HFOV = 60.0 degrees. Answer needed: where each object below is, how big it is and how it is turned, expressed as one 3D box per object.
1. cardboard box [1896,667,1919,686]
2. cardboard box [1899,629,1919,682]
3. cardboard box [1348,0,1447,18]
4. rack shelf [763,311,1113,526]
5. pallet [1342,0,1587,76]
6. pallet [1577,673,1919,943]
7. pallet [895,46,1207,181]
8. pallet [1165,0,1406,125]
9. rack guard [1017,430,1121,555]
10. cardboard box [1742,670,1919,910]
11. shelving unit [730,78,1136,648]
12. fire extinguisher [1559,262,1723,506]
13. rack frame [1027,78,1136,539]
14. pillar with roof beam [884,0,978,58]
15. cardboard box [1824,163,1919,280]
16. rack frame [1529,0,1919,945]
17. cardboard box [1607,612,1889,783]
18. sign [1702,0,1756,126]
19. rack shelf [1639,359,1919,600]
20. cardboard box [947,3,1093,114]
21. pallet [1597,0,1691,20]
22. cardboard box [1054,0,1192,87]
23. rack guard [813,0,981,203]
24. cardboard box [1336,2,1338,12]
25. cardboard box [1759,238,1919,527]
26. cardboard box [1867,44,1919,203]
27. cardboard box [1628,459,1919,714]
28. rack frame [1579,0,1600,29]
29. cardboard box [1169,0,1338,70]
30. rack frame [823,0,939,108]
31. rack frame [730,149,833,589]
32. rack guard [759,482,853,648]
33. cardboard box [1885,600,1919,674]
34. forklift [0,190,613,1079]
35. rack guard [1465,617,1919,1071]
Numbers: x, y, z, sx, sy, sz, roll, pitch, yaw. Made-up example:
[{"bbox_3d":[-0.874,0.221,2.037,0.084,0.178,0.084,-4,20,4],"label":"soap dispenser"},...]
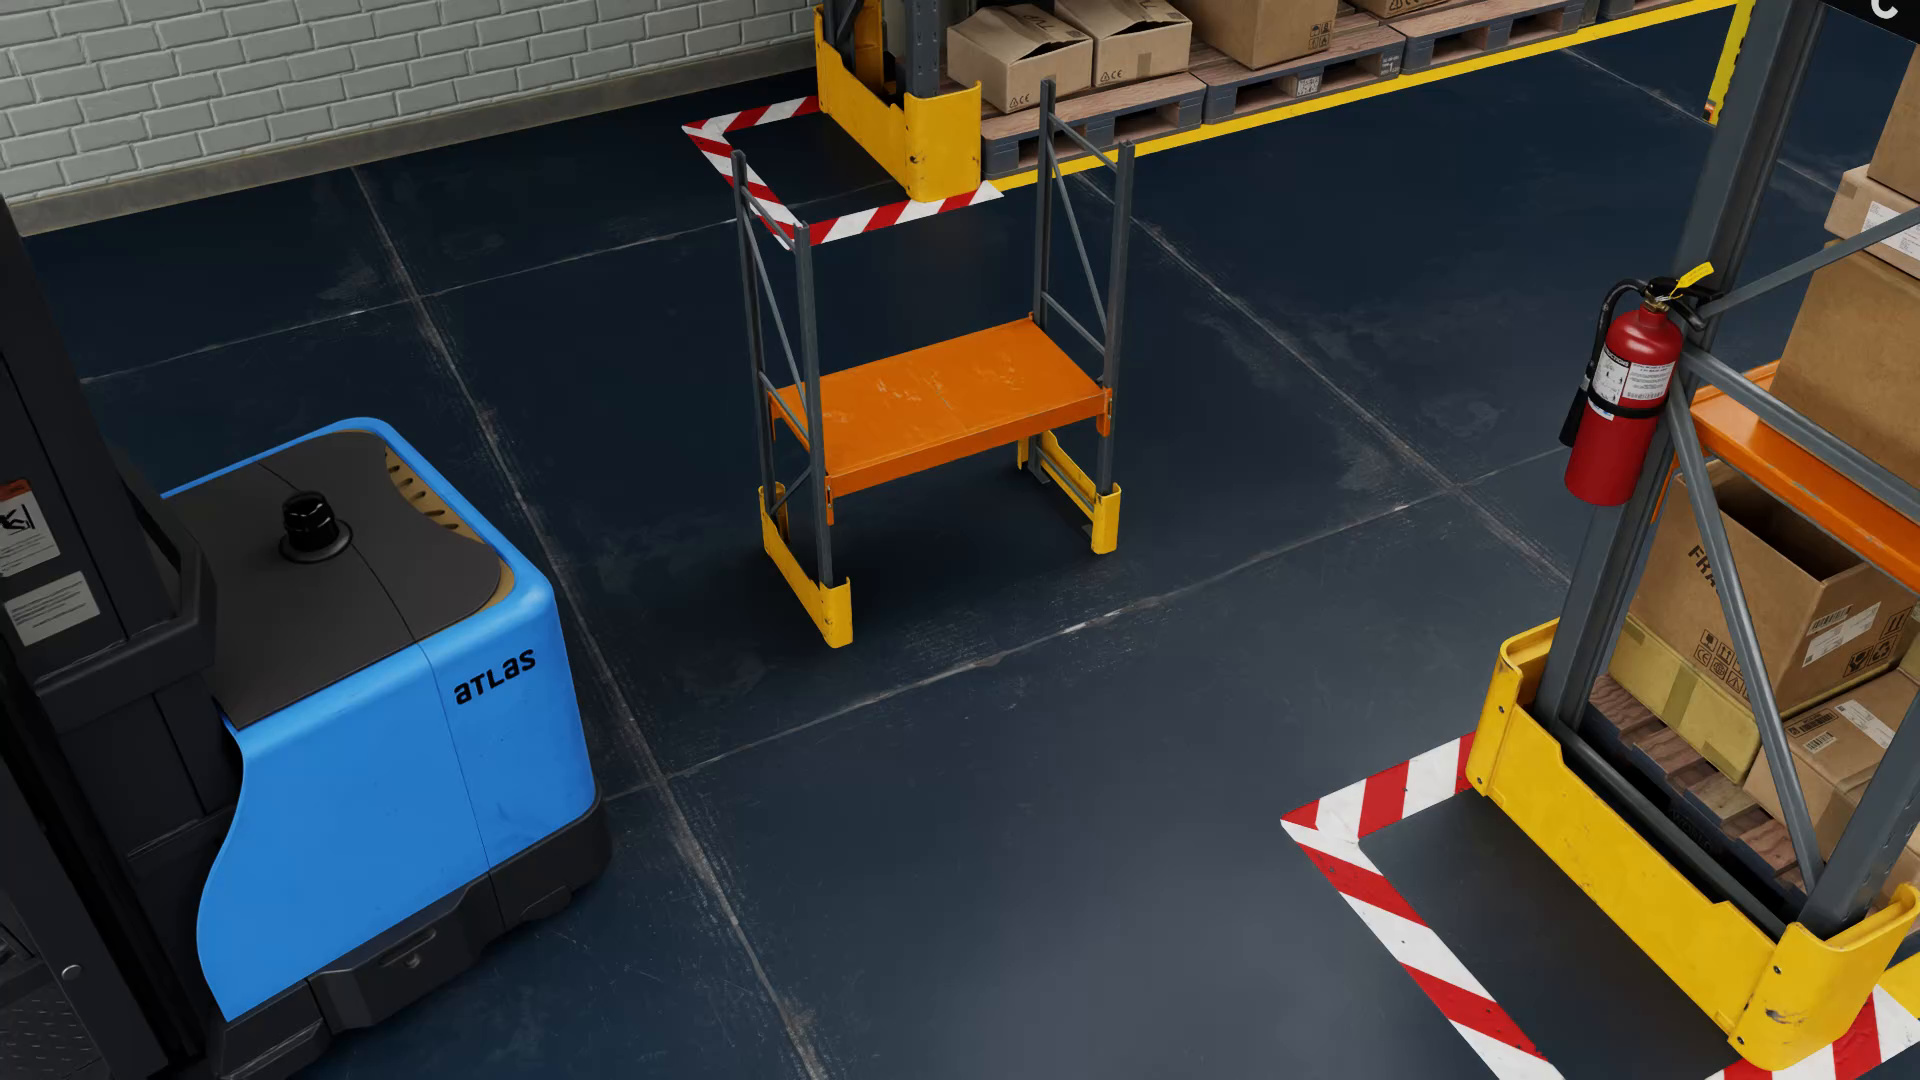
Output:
[{"bbox_3d":[2.939,0.515,4.623,0.500,0.250,0.500,-19,44,-21],"label":"cardboard box"},{"bbox_3d":[2.940,0.230,4.379,0.500,0.500,0.500,-19,44,-21],"label":"cardboard box"},{"bbox_3d":[2.273,-3.102,8.687,0.500,0.500,0.500,-22,45,-24],"label":"cardboard box"},{"bbox_3d":[-0.076,-0.410,5.352,1.000,0.185,0.538,-19,44,-21],"label":"rack shelf"},{"bbox_3d":[2.596,-2.936,9.055,1.213,0.211,1.003,-19,44,-21],"label":"pallet"},{"bbox_3d":[2.578,0.622,4.851,1.213,0.211,1.003,-19,44,-21],"label":"pallet"},{"bbox_3d":[0.432,-2.208,8.195,1.213,0.211,1.003,-19,44,-21],"label":"pallet"},{"bbox_3d":[1.512,-2.569,8.622,1.213,0.211,1.003,-19,44,-21],"label":"pallet"},{"bbox_3d":[0.374,-0.221,5.818,0.087,0.250,0.587,-19,44,-21],"label":"rack guard"},{"bbox_3d":[2.497,0.667,4.444,0.500,0.250,0.500,-19,44,-21],"label":"cardboard box"},{"bbox_3d":[-0.068,-0.550,5.239,1.083,1.500,0.587,-19,44,-21],"label":"shelving unit"},{"bbox_3d":[1.599,-0.391,3.950,0.183,0.674,0.296,-19,44,-21],"label":"fire extinguisher"},{"bbox_3d":[0.375,-0.699,5.415,0.032,1.500,0.500,-19,44,-21],"label":"rack frame"},{"bbox_3d":[1.837,-3.555,2.984,0.400,9.000,9.100,-19,44,-21],"label":"pillar with roof beam"},{"bbox_3d":[2.170,-0.699,3.674,0.250,0.149,0.380,-19,44,-21],"label":"cardboard box"},{"bbox_3d":[1.919,-0.190,3.653,0.127,3.000,1.000,-19,44,-21],"label":"rack frame"},{"bbox_3d":[2.258,0.370,4.794,0.500,0.250,0.500,-19,44,-21],"label":"cardboard box"},{"bbox_3d":[1.681,-1.037,3.574,0.005,0.325,0.100,-19,44,-21],"label":"sign"},{"bbox_3d":[3.693,-0.512,4.590,4.000,0.370,1.077,-19,44,-21],"label":"rack shelf"},{"bbox_3d":[0.283,-2.324,7.914,0.500,0.311,0.500,-24,46,-25],"label":"cardboard box"},{"bbox_3d":[3.865,-3.390,9.591,1.213,0.211,1.003,-19,44,-21],"label":"pallet"},{"bbox_3d":[0.788,-2.494,8.115,0.500,0.311,0.500,-15,43,-17],"label":"cardboard box"},{"bbox_3d":[-0.305,-2.096,7.839,0.348,0.500,1.175,-19,44,-21],"label":"rack guard"},{"bbox_3d":[1.747,-2.835,8.644,0.250,0.149,0.380,-22,45,-24],"label":"cardboard box"},{"bbox_3d":[2.339,-0.360,3.776,0.500,0.500,0.700,-19,44,-21],"label":"cardboard box"},{"bbox_3d":[2.386,-0.871,3.376,0.500,0.500,0.700,-18,44,-20],"label":"cardboard box"},{"bbox_3d":[2.257,0.083,4.553,0.500,0.500,0.500,-19,44,-21],"label":"cardboard box"},{"bbox_3d":[3.175,-4.221,8.415,0.127,3.000,1.000,-19,44,-21],"label":"rack frame"},{"bbox_3d":[1.462,-2.756,8.279,0.500,0.500,0.700,-21,45,-23],"label":"cardboard box"},{"bbox_3d":[-0.373,-3.027,7.005,0.127,3.000,1.000,-19,44,-21],"label":"rack frame"},{"bbox_3d":[-0.527,-0.395,5.056,0.032,1.500,0.500,-19,44,-21],"label":"rack frame"},{"bbox_3d":[-0.509,0.076,5.467,0.087,0.250,0.587,-19,44,-21],"label":"rack guard"},{"bbox_3d":[2.696,0.214,4.979,0.500,0.250,0.500,-19,44,-21],"label":"cardboard box"},{"bbox_3d":[-2.406,0.201,3.244,3.031,2.935,1.130,-29,48,-30],"label":"forklift"},{"bbox_3d":[1.898,0.771,4.452,0.348,0.500,1.175,-19,44,-21],"label":"rack guard"}]
